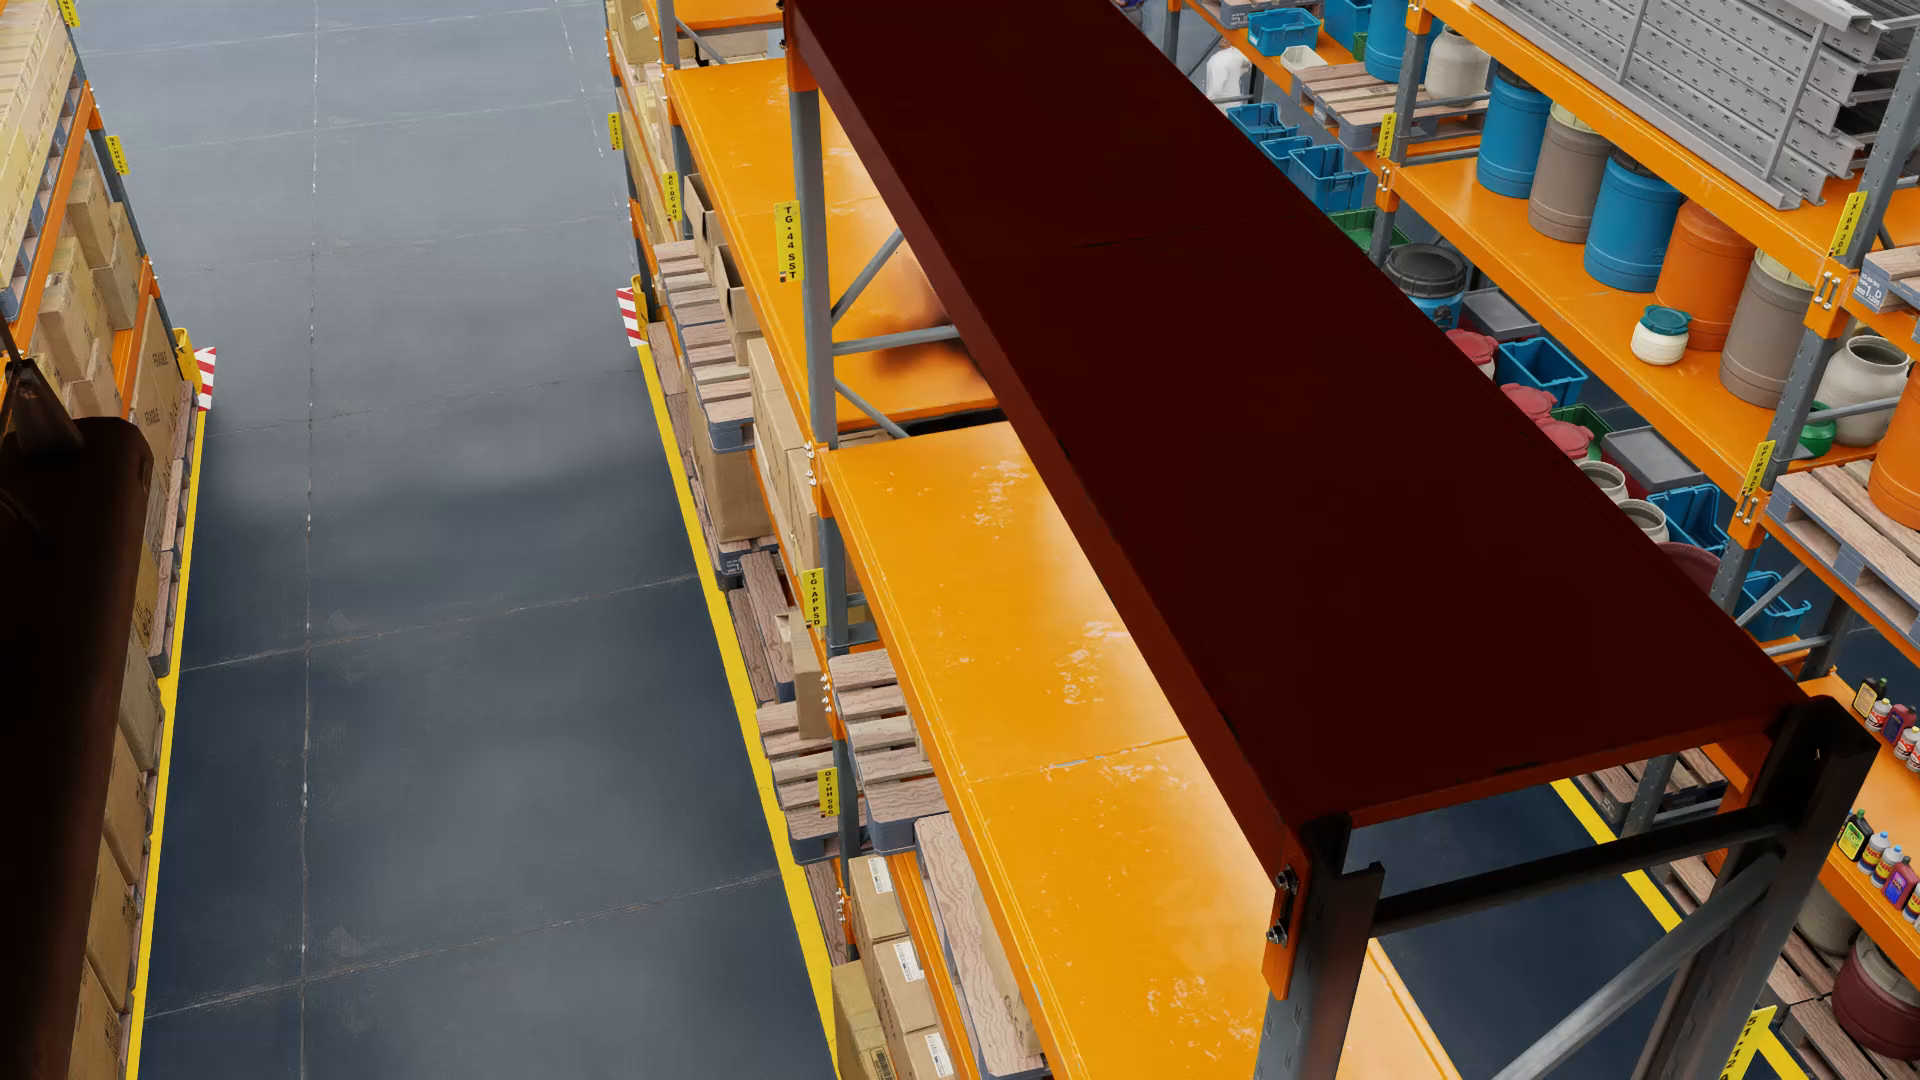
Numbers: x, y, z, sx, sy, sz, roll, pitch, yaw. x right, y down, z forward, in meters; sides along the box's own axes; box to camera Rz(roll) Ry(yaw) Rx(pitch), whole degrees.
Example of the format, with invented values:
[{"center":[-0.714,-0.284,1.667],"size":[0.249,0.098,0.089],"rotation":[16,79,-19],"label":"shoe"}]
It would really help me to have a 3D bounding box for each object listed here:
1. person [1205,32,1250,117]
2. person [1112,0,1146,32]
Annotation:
[{"center":[2.642,-4.471,17.079],"size":[0.556,1.735,0.787],"rotation":[29,47,31],"label":"person"},{"center":[1.953,-5.895,18.954],"size":[0.756,1.704,0.543],"rotation":[6,39,7],"label":"person"}]
